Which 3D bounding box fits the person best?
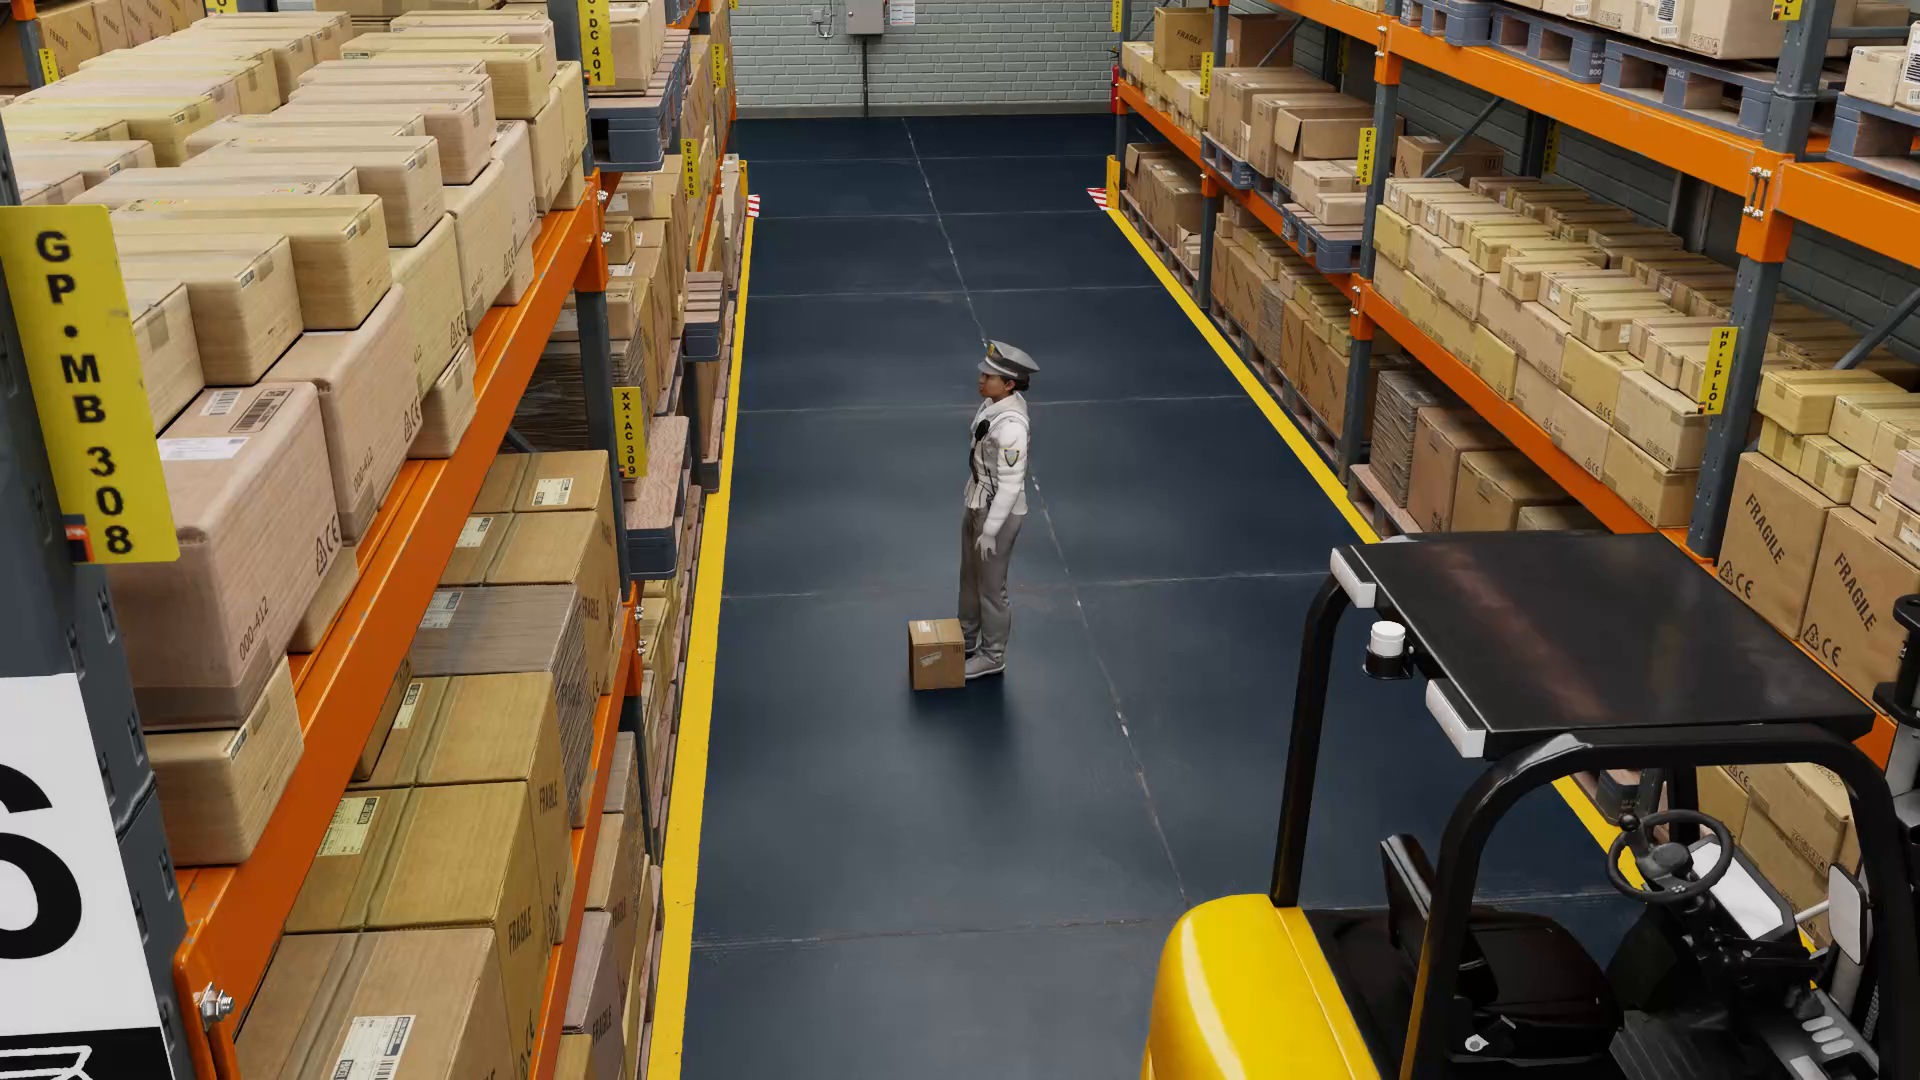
[{"bbox_3d":[0.087,-0.133,7.837,0.529,1.694,0.587,-2,24,-5],"label":"person"}]
